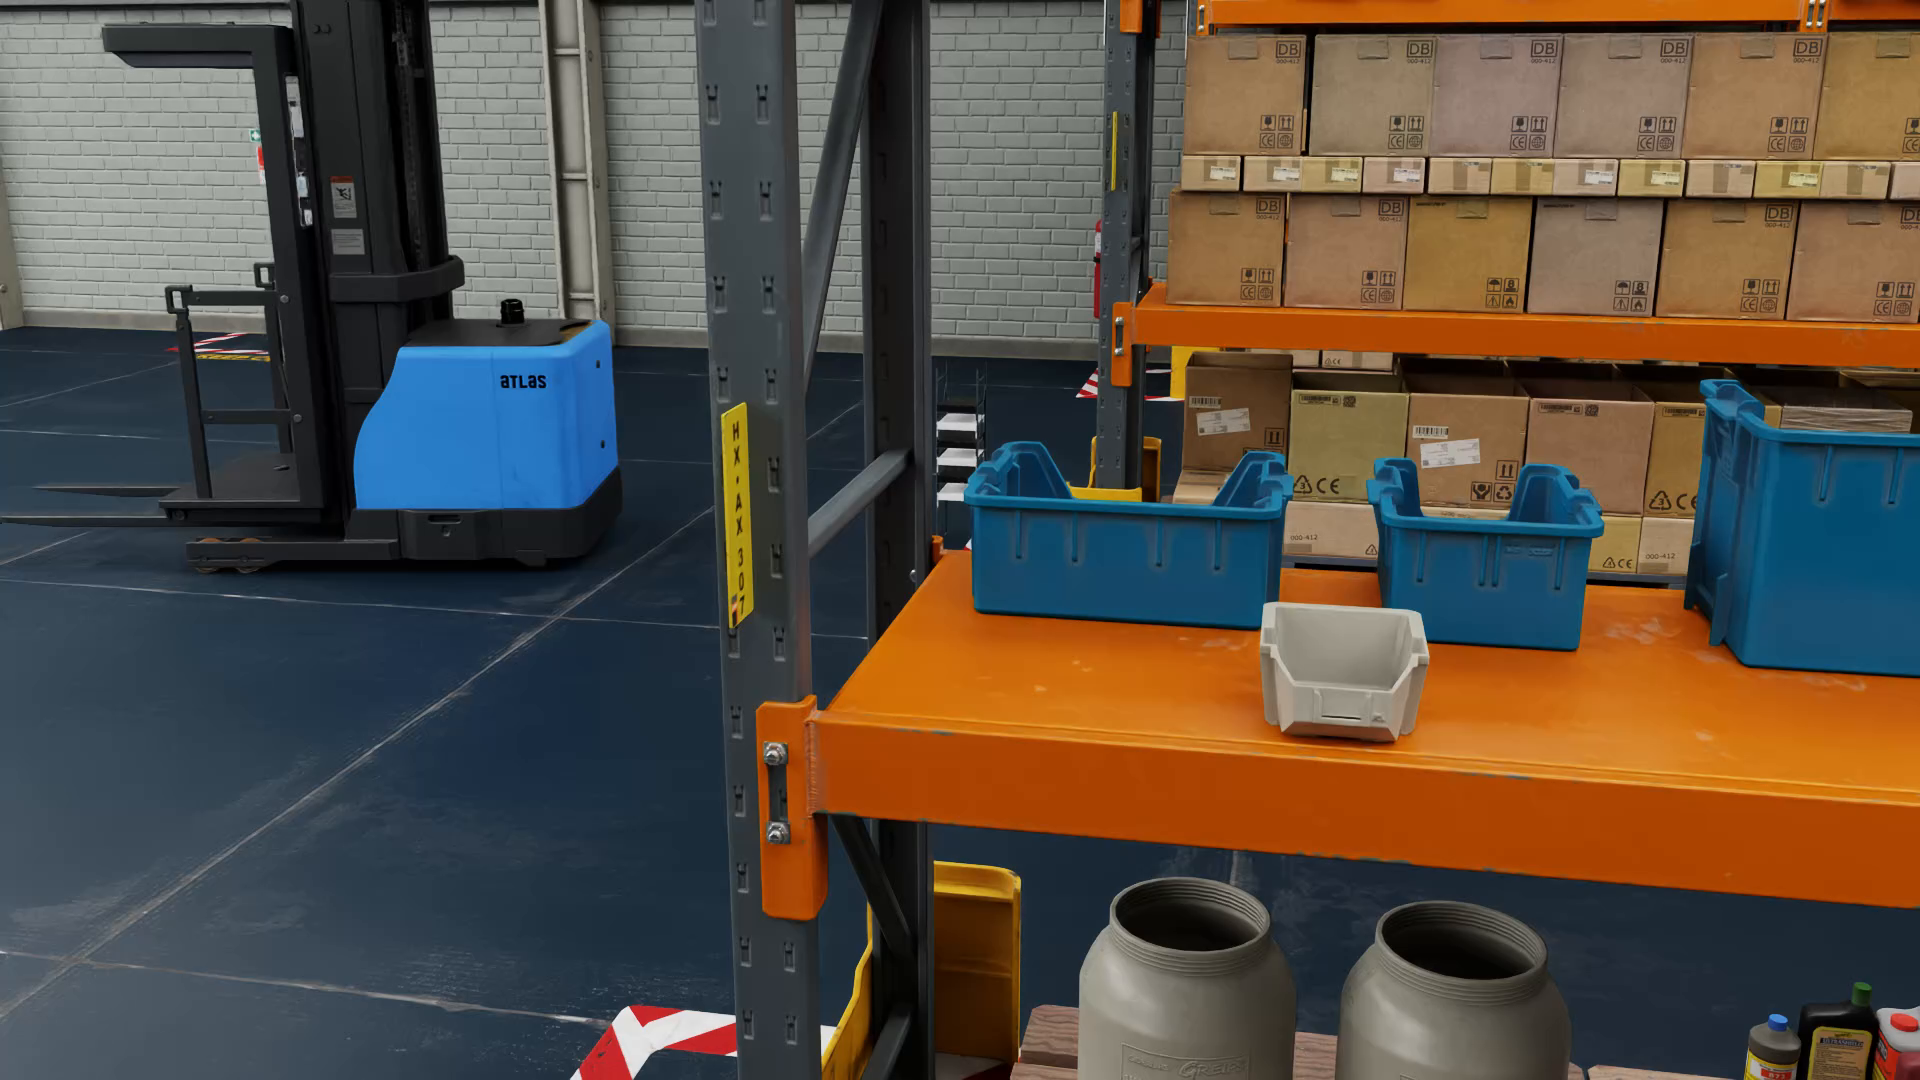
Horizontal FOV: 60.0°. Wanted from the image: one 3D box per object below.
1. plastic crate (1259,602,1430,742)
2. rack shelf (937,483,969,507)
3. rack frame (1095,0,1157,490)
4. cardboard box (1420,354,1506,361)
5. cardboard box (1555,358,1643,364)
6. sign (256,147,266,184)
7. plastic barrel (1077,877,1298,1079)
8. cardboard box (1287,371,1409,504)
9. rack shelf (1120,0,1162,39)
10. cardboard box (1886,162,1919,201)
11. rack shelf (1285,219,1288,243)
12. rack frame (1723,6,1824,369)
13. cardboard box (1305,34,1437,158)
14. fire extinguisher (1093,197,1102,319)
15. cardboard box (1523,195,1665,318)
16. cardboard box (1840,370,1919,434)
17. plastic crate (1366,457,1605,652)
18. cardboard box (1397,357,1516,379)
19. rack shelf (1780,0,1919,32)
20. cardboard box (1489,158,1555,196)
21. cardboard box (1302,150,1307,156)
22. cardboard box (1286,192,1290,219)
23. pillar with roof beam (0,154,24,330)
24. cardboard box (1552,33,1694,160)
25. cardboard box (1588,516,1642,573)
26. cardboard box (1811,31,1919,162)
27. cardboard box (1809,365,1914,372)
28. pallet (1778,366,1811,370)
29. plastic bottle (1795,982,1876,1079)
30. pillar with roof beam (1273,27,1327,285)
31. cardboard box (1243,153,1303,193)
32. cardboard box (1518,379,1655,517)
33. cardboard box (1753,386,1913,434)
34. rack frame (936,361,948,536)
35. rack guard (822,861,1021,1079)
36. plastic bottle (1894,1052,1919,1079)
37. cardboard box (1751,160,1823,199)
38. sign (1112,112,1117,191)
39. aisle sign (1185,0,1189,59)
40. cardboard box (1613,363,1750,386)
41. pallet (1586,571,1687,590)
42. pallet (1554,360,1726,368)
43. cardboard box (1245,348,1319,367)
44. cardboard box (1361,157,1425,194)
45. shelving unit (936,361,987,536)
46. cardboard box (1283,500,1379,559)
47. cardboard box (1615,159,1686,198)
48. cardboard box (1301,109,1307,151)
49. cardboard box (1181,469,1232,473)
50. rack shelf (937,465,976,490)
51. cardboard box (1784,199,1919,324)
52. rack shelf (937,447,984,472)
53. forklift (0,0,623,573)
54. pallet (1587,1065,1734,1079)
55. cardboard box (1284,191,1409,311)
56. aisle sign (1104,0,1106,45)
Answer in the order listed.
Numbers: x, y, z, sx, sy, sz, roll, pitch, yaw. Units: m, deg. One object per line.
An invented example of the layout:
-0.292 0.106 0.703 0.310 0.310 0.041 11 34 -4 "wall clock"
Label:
0.595 0.212 2.601 0.250 0.136 0.298 3 16 11 "plastic crate"
0.008 -0.228 8.427 0.200 0.077 0.258 3 16 11 "rack shelf"
0.773 -1.342 7.719 0.127 3.000 1.000 3 16 11 "rack frame"
3.684 -1.503 12.157 0.500 0.500 0.700 2 16 8 "cardboard box"
4.651 -1.478 12.066 0.500 0.500 0.500 2 16 7 "cardboard box"
-6.200 -3.362 14.942 0.234 0.329 0.001 3 16 11 "sign"
0.442 0.965 3.263 0.421 0.512 0.421 0 15 0 "plastic barrel"
1.744 -0.468 7.522 0.500 0.500 0.500 3 16 11 "cardboard box"
2.733 -2.335 7.030 4.000 0.370 1.077 3 16 11 "rack shelf"
3.884 -1.476 6.798 0.250 0.149 0.380 3 16 9 "cardboard box"
3.716 -2.185 12.110 4.000 0.370 1.077 3 16 11 "rack shelf"
5.676 -2.426 11.630 0.127 3.000 1.000 3 16 11 "rack frame"
1.796 -1.958 7.324 0.500 0.500 0.700 3 16 10 "cardboard box"
0.749 -1.433 8.190 0.183 0.674 0.296 3 16 11 "fire extinguisher"
2.745 -1.281 7.309 0.500 0.500 0.700 4 16 13 "cardboard box"
4.300 -0.475 7.546 0.500 0.500 0.500 3 16 11 "cardboard box"
0.967 0.009 3.118 0.408 0.251 0.499 3 16 11 "plastic crate"
2.340 -0.581 7.930 0.500 0.500 0.500 3 16 11 "cardboard box"
7.636 -3.418 10.941 4.000 0.370 1.077 3 16 11 "rack shelf"
2.377 -1.558 7.095 0.250 0.149 0.380 3 16 10 "cardboard box"
1.693 -1.705 7.627 0.250 0.149 0.380 3 16 10 "cardboard box"
2.171 -2.467 12.021 0.500 0.250 0.500 3 16 9 "cardboard box"
-10.003 -5.231 10.518 0.400 9.000 9.100 3 16 11 "pillar with roof beam"
2.781 -1.905 7.132 0.500 0.500 0.700 3 16 11 "cardboard box"
2.724 -0.053 7.427 0.500 0.250 0.500 3 16 11 "cardboard box"
3.761 -1.851 6.939 0.500 0.500 0.700 3 16 11 "cardboard box"
6.401 -1.398 11.779 0.500 0.500 0.700 4 16 13 "cardboard box"
6.439 -1.041 11.854 1.213 0.211 1.003 3 16 11 "pallet"
1.787 1.035 3.402 0.133 0.283 0.061 4 16 12 "plastic bottle"
1.757 -4.592 8.214 0.400 9.000 9.100 3 16 11 "pillar with roof beam"
1.374 -1.613 7.292 0.250 0.149 0.380 3 16 10 "cardboard box"
2.723 -0.414 7.326 0.500 0.500 0.500 3 16 11 "cardboard box"
3.707 -0.365 7.151 0.500 0.500 0.500 3 16 11 "cardboard box"
-0.092 -0.439 8.390 0.006 0.900 0.240 3 16 11 "rack frame"
-0.134 1.150 3.405 0.348 0.500 1.175 3 16 11 "rack guard"
1.890 1.082 3.232 0.133 0.283 0.061 3 16 11 "plastic bottle"
3.387 -1.503 6.898 0.250 0.149 0.380 3 16 11 "cardboard box"
0.656 -1.653 7.070 0.005 0.325 0.100 3 16 11 "sign"
1.626 -3.817 11.781 0.004 0.787 0.394 3 16 11 "aisle sign"
3.321 -0.528 7.738 0.500 0.500 0.500 3 16 11 "cardboard box"
2.722 0.097 7.747 1.213 0.211 1.003 3 16 11 "pallet"
5.011 -1.108 12.097 1.213 0.211 1.003 3 16 11 "pallet"
2.416 -1.494 12.480 0.500 0.311 0.500 1 16 5 "cardboard box"
1.865 -1.585 7.192 0.250 0.149 0.380 3 16 10 "cardboard box"
0.008 -0.433 8.370 0.210 0.900 0.258 3 16 11 "shelving unit"
1.745 -0.107 7.624 0.500 0.250 0.500 3 16 11 "cardboard box"
2.879 -1.530 6.994 0.250 0.149 0.380 4 16 13 "cardboard box"
2.647 -2.804 11.835 0.500 0.500 0.500 3 16 11 "cardboard box"
1.357 -0.268 8.206 0.500 0.250 0.500 3 16 11 "cardboard box"
0.008 -0.314 8.403 0.200 0.077 0.258 3 16 11 "rack shelf"
3.738 -1.226 7.112 0.500 0.500 0.700 3 16 11 "cardboard box"
0.008 -0.401 8.379 0.200 0.077 0.258 3 16 11 "rack shelf"
-3.303 -1.396 8.041 3.031 2.935 1.130 0 15 0 "forklift"
1.853 1.399 3.046 1.213 0.211 1.003 3 16 11 "pallet"
1.743 -1.336 7.507 0.500 0.500 0.700 4 16 13 "cardboard box"
0.647 -2.518 7.095 0.004 0.787 0.394 3 16 11 "aisle sign"
